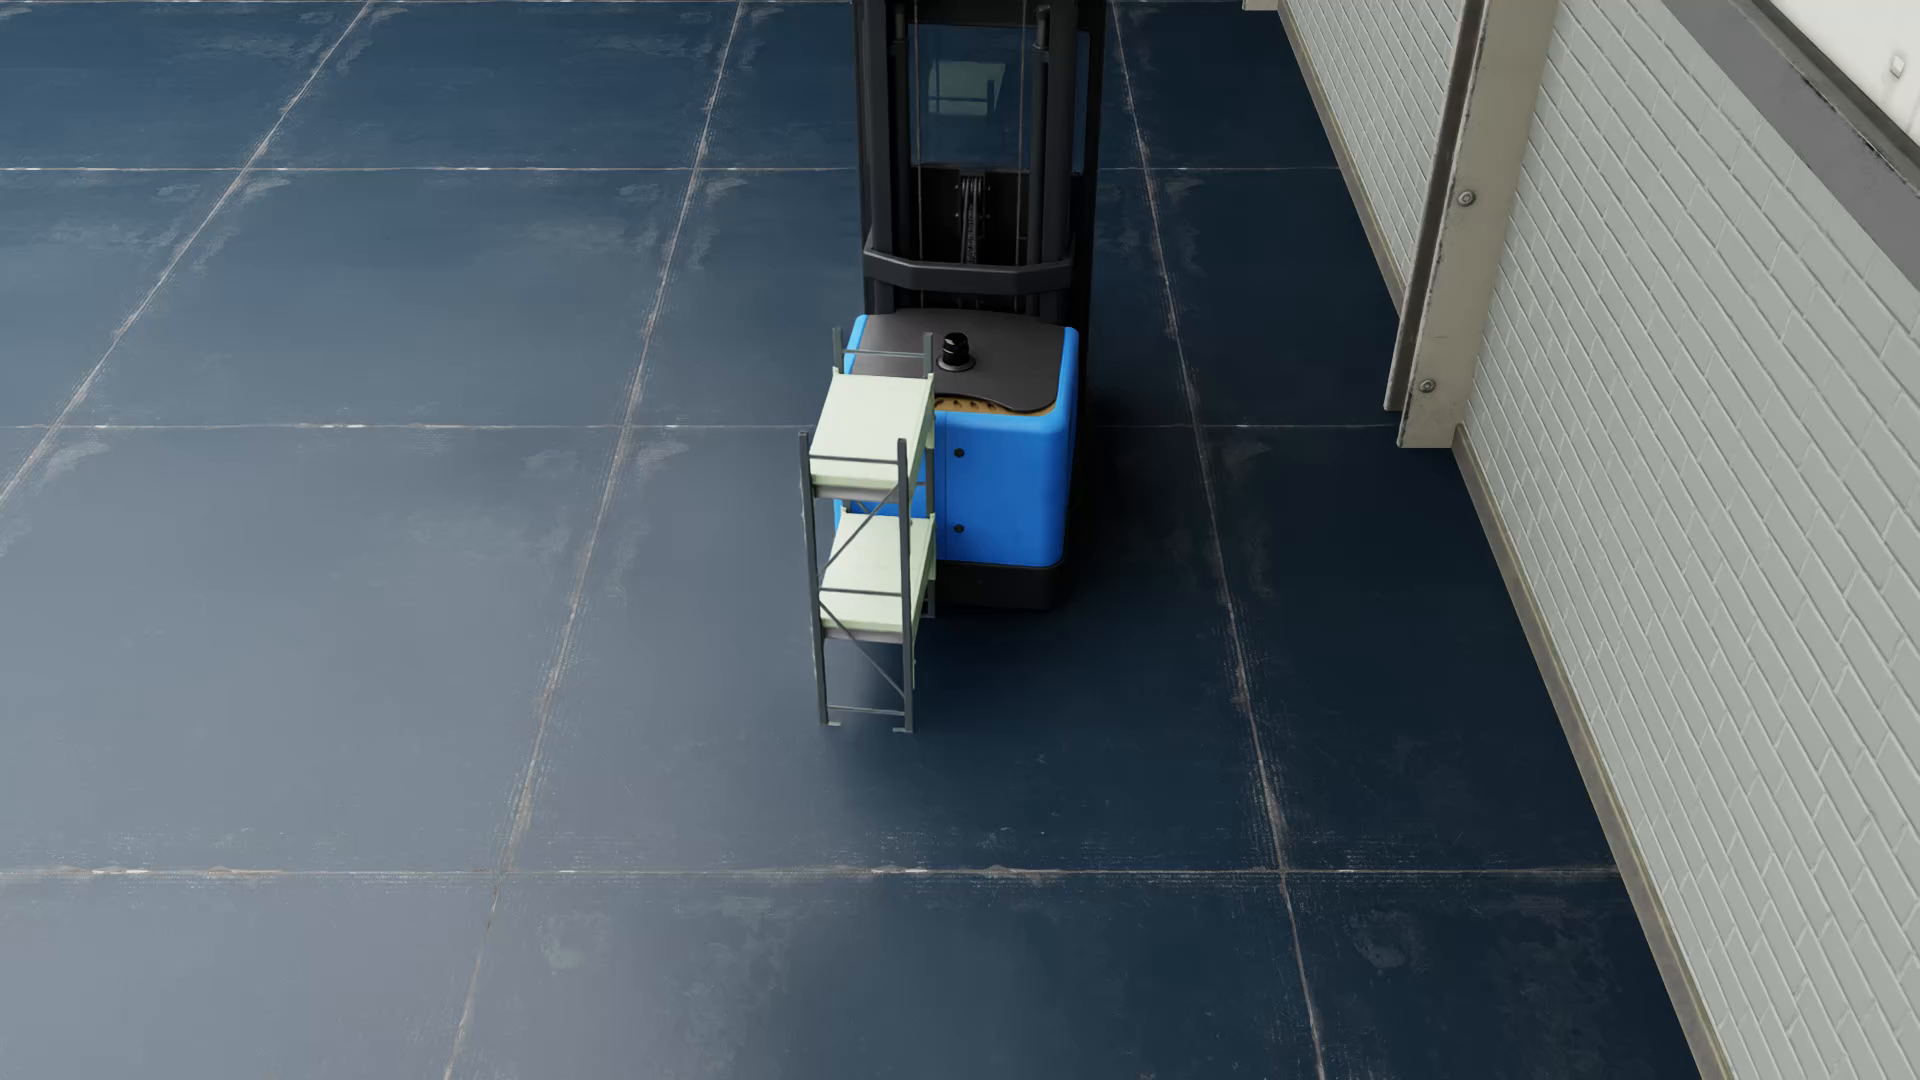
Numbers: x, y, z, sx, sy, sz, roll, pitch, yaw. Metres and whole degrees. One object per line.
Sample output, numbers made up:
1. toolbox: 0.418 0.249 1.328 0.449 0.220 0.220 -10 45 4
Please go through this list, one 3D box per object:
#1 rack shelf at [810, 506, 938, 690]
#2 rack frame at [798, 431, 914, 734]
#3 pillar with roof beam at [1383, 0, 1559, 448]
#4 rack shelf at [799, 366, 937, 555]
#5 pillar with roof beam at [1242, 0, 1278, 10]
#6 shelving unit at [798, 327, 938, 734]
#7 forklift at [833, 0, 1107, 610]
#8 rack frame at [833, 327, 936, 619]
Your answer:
1. rack shelf: -0.351 0.234 7.025 0.431 0.370 0.720 4 39 5
2. rack frame: -0.393 0.207 6.537 0.400 1.500 0.023 4 39 5
3. pillar with roof beam: -1.885 -4.109 5.928 9.100 9.000 0.400 0 39 0
4. rack shelf: -0.351 -0.325 6.577 0.431 0.370 0.720 4 39 5
5. pillar with roof beam: -1.892 -7.862 10.610 9.100 9.000 0.400 0 39 0
6. shelving unit: -0.351 -0.020 6.821 0.431 1.500 0.755 4 39 5
7. forklift: 0.111 -1.743 7.827 1.130 2.935 3.031 4 39 5
8. rack frame: -0.309 -0.247 7.105 0.400 1.500 0.023 4 39 5
